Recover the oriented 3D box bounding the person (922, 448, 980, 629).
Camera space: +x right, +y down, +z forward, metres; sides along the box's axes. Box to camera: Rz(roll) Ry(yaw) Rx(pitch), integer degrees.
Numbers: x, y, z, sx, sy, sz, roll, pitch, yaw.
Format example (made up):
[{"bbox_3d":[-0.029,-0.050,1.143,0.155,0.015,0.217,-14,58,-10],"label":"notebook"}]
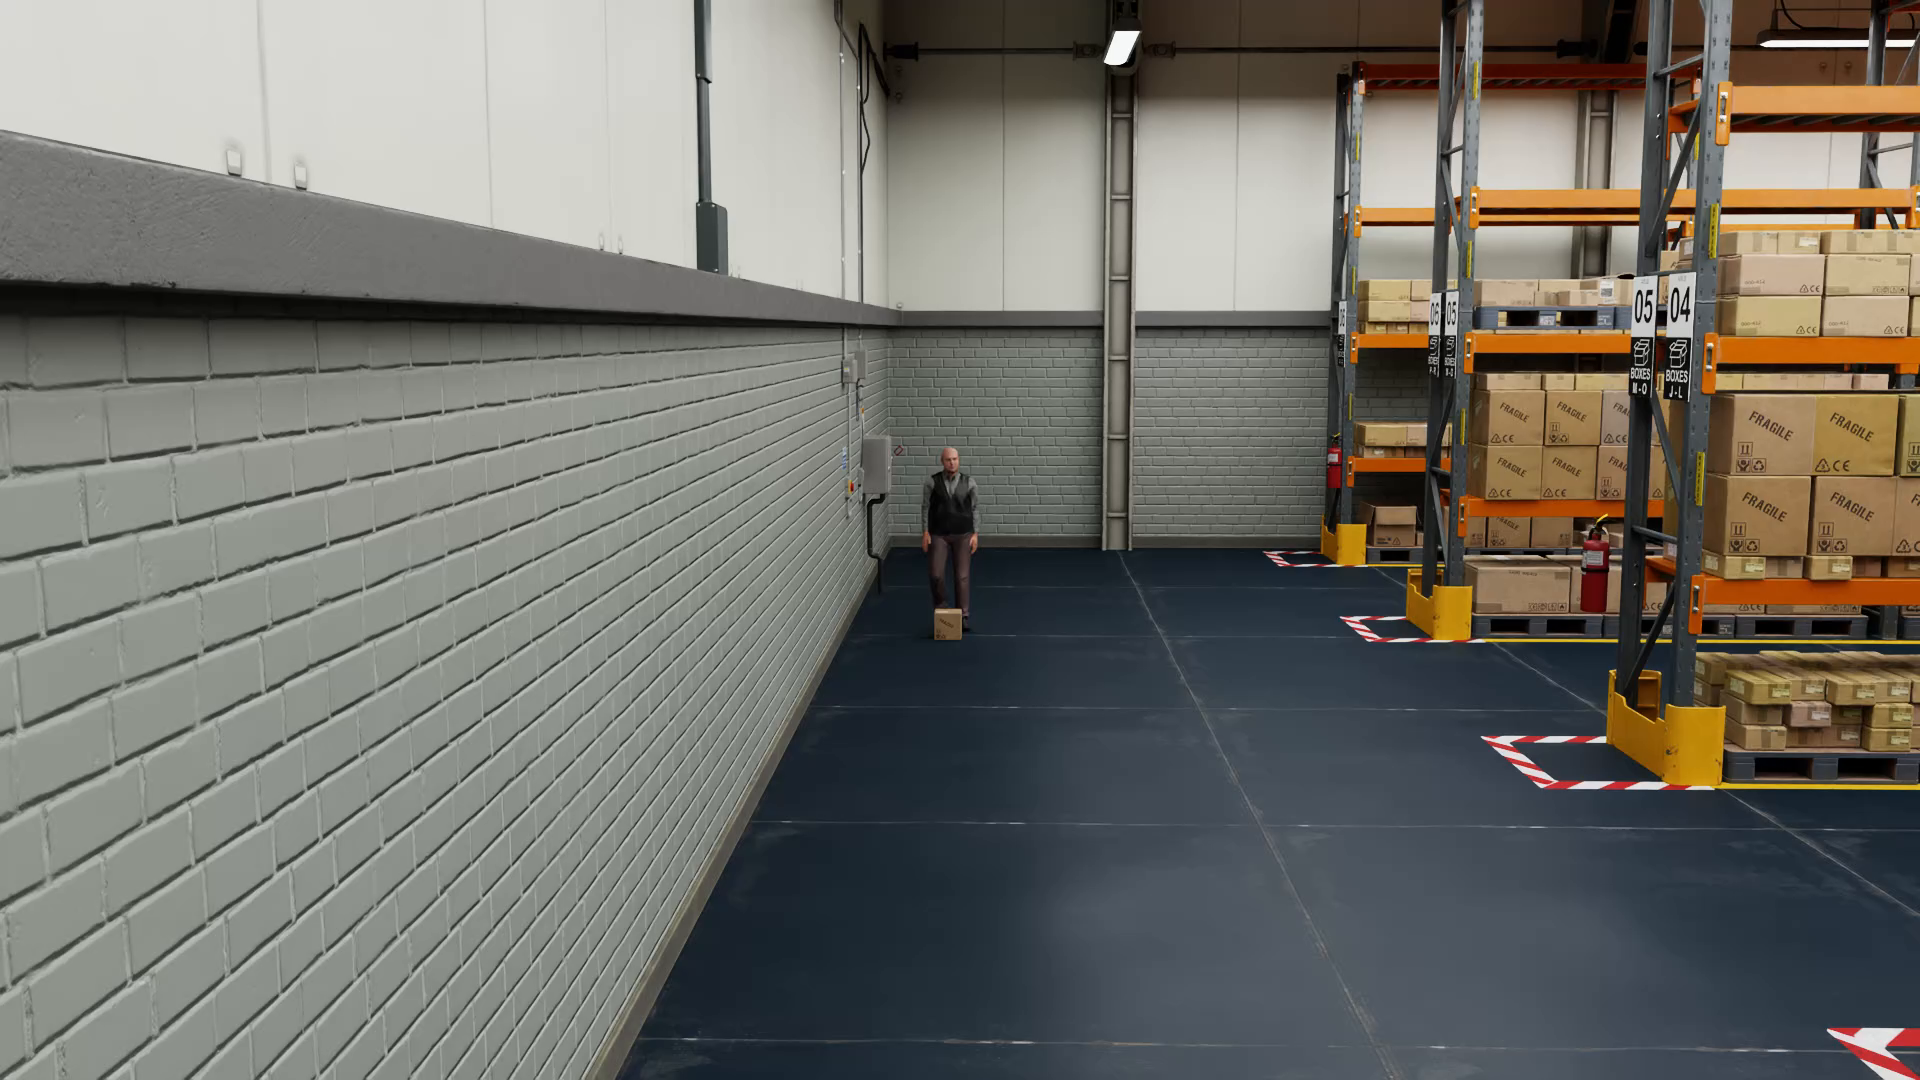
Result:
[{"bbox_3d":[-0.085,-0.017,15.883,0.558,1.728,0.430,0,7,-3],"label":"person"}]
